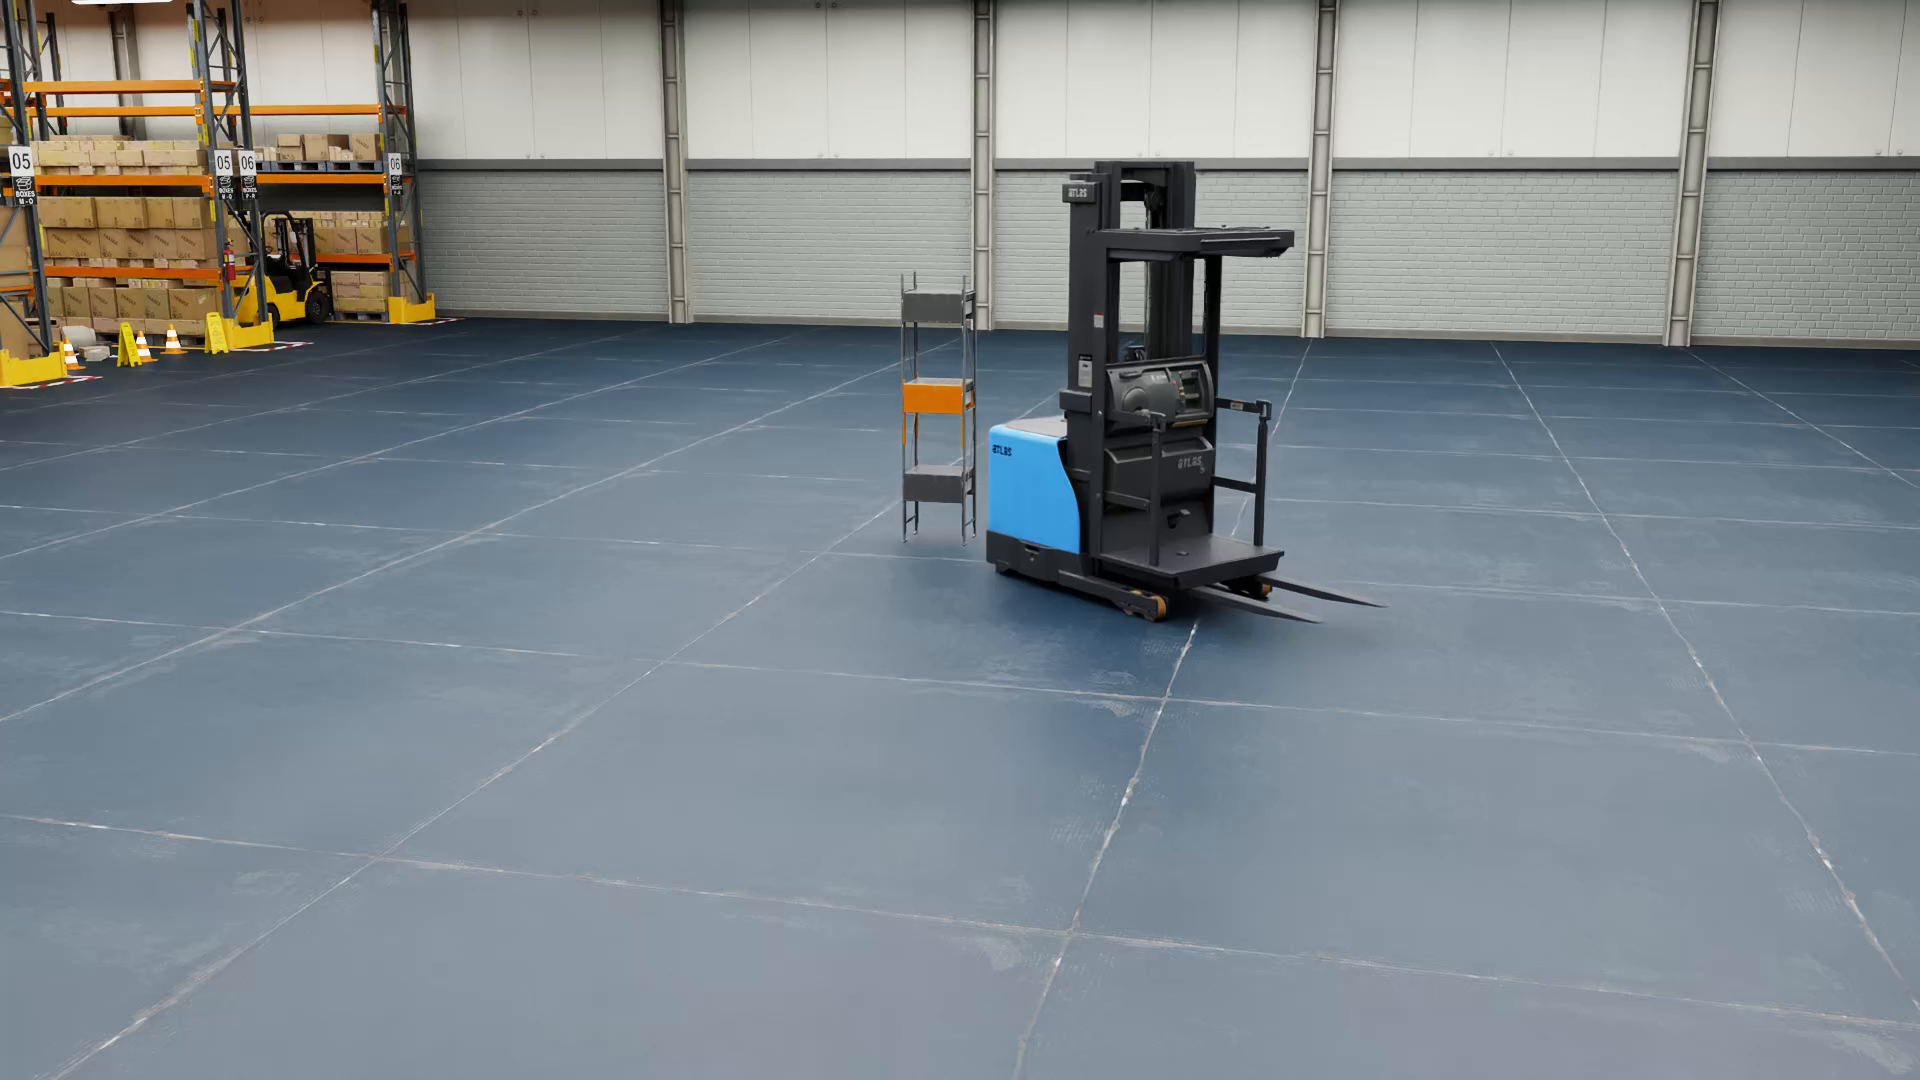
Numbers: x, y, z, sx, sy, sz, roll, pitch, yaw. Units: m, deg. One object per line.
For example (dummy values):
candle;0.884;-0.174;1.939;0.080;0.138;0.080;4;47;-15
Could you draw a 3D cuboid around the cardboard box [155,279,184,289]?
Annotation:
cardboard box;-13.164;-4.265;27.684;0.250;0.149;0.380;3;13;15

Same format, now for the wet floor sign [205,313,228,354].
wet floor sign;-12.023;-3.344;26.817;0.232;0.644;0.267;8;15;33

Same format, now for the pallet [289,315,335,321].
pallet;-12.699;-4.506;33.055;1.213;0.211;1.003;3;13;14

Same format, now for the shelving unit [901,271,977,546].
shelving unit;-0.161;-1.034;13.045;0.503;2.100;0.431;3;13;14

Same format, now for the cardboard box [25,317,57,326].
cardboard box;-15.120;-3.375;27.286;0.500;0.500;0.500;-9;15;-35

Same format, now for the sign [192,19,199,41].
sign;-12.104;-8.075;26.331;0.005;0.325;0.100;3;13;14

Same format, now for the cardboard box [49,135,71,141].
cardboard box;-17.888;-7.866;33.405;0.500;0.500;0.500;3;13;14

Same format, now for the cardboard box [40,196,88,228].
cardboard box;-14.969;-5.519;27.956;0.500;0.500;0.700;3;13;14

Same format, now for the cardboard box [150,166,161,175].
cardboard box;-13.094;-6.084;27.385;0.250;0.149;0.380;3;13;14

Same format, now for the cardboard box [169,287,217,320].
cardboard box;-12.792;-3.944;27.732;0.500;0.500;0.500;3;13;14

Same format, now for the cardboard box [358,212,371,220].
cardboard box;-11.411;-6.264;32.125;0.250;0.149;0.380;3;13;14

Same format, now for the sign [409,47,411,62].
sign;-10.627;-9.351;32.083;0.005;0.325;0.100;3;13;14

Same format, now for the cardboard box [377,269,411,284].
cardboard box;-11.187;-5.188;32.762;0.500;0.250;0.500;3;13;13

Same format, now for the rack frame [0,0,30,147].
rack frame;-13.039;-6.611;22.255;0.127;3.000;1.000;3;13;14

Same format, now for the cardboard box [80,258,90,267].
cardboard box;-14.585;-4.693;28.039;0.250;0.149;0.380;3;13;13

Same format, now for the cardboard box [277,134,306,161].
cardboard box;-12.783;-7.625;32.314;0.637;0.503;0.797;3;13;15

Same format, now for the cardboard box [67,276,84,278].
cardboard box;-17.930;-5.198;34.250;0.625;0.625;0.875;3;13;15

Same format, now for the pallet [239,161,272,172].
pallet;-13.815;-7.362;32.771;1.213;0.211;1.003;3;13;14

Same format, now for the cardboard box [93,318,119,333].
cardboard box;-14.290;-3.659;28.179;0.500;0.250;0.500;3;13;13

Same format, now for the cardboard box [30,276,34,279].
cardboard box;-19.073;-5.461;34.228;0.250;0.149;0.380;2;13;11

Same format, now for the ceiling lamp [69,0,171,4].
ceiling lamp;-15.041;-11.289;29.864;2.000;3.185;0.800;3;13;14

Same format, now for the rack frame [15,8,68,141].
rack frame;-18.533;-9.116;33.548;0.127;3.000;1.000;3;13;14

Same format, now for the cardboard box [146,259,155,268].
cardboard box;-13.354;-4.638;27.791;0.250;0.149;0.380;3;13;14

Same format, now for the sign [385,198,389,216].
sign;-10.909;-6.340;31.664;0.005;0.325;0.100;3;13;14

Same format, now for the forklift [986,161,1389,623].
forklift;1.491;-1.022;11.073;1.130;2.935;3.031;-9;16;-37

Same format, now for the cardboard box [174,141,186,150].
cardboard box;-12.591;-6.436;27.132;0.250;0.149;0.380;3;13;15

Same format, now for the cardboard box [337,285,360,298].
cardboard box;-11.797;-4.867;32.469;0.500;0.250;0.500;3;13;13

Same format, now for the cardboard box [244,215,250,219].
cardboard box;-13.885;-6.406;32.766;0.250;0.149;0.380;3;13;12

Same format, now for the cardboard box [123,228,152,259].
cardboard box;-13.514;-4.946;27.685;0.500;0.500;0.500;3;13;13

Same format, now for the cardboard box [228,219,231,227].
cardboard box;-14.403;-6.274;32.857;0.250;0.149;0.380;3;13;13

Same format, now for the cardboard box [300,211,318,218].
cardboard box;-12.654;-6.336;32.450;0.250;0.149;0.380;3;13;14

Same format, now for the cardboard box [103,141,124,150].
cardboard box;-13.847;-6.487;27.363;0.250;0.149;0.380;3;13;15

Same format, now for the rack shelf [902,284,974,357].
rack shelf;-0.161;-1.704;12.896;0.480;0.518;0.431;3;13;14

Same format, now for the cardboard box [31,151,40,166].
cardboard box;-15.473;-6.392;27.853;0.500;0.250;0.500;3;13;12

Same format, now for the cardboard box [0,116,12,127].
cardboard box;-13.287;-5.751;22.844;0.250;0.149;0.380;3;13;14

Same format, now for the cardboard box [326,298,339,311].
cardboard box;-12.262;-4.649;32.640;0.500;0.250;0.500;3;13;14

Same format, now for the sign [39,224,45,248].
sign;-12.900;-4.260;23.327;0.005;0.325;0.100;3;13;14

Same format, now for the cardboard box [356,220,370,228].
cardboard box;-11.425;-6.104;32.092;0.250;0.149;0.380;3;13;14

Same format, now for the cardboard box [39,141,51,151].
cardboard box;-15.093;-6.559;27.686;0.250;0.149;0.380;3;13;12

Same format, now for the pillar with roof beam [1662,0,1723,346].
pillar with roof beam;11.044;-6.776;22.999;0.400;9.000;9.100;3;13;14

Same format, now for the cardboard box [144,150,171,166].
cardboard box;-12.998;-6.264;27.276;0.500;0.250;0.500;3;13;13

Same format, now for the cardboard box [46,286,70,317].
cardboard box;-15.327;-4.077;28.333;0.500;0.500;0.500;4;13;16

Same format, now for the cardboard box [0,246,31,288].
cardboard box;-13.410;-3.765;22.933;0.550;0.550;0.875;3;13;14

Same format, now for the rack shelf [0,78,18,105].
rack shelf;-14.981;-6.168;22.844;4.000;0.370;1.077;3;13;14

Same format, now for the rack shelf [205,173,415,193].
rack shelf;-12.707;-6.989;32.547;4.000;0.370;1.077;3;13;14

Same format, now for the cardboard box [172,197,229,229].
cardboard box;-12.499;-5.391;27.382;0.500;0.500;0.700;3;13;12

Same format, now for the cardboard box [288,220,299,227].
cardboard box;-12.906;-6.189;32.476;0.250;0.149;0.380;3;13;12

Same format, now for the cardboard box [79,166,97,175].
cardboard box;-14.360;-6.125;27.568;0.250;0.149;0.380;3;13;12

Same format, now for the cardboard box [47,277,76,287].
cardboard box;-15.220;-4.375;28.177;0.250;0.149;0.380;3;13;14

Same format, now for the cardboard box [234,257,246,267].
cardboard box;-12.231;-4.667;27.923;0.250;0.149;0.380;3;13;14

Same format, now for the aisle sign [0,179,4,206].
aisle sign;-13.042;-4.885;22.323;0.004;0.787;0.394;3;13;14

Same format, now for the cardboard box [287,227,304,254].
cardboard box;-12.796;-5.871;32.538;0.500;0.500;0.500;3;13;14

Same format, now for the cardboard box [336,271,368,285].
cardboard box;-11.785;-5.107;32.396;0.500;0.250;0.500;3;13;15

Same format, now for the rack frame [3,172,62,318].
rack frame;-15.835;-4.936;28.556;0.127;3.000;1.000;3;13;14
